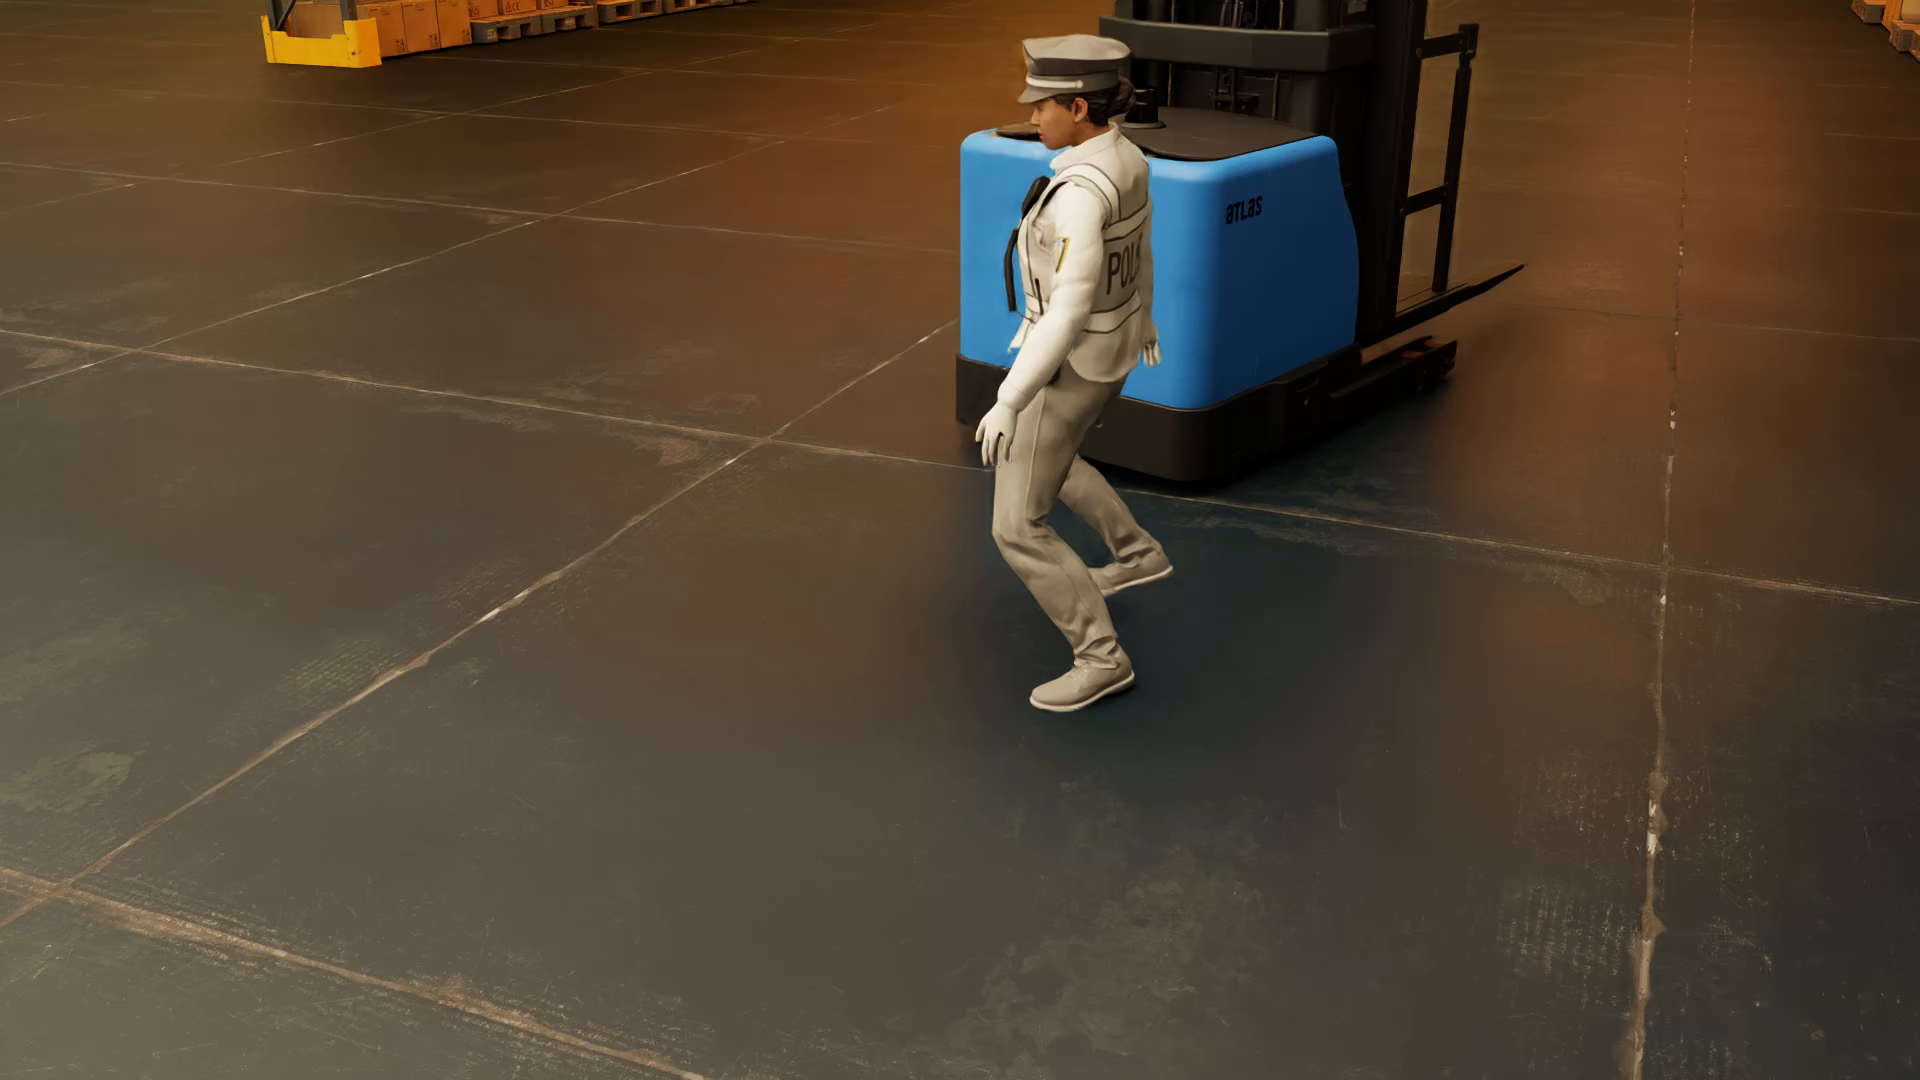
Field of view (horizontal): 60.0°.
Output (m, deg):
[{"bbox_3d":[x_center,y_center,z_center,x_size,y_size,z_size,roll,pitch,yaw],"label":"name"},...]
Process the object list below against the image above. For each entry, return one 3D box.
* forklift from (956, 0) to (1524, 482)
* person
[{"bbox_3d":[1.319,-2.034,6.159,1.130,2.935,3.031,18,29,36],"label":"forklift"},{"bbox_3d":[0.295,-0.447,4.147,0.476,1.582,0.828,9,24,21],"label":"person"}]
